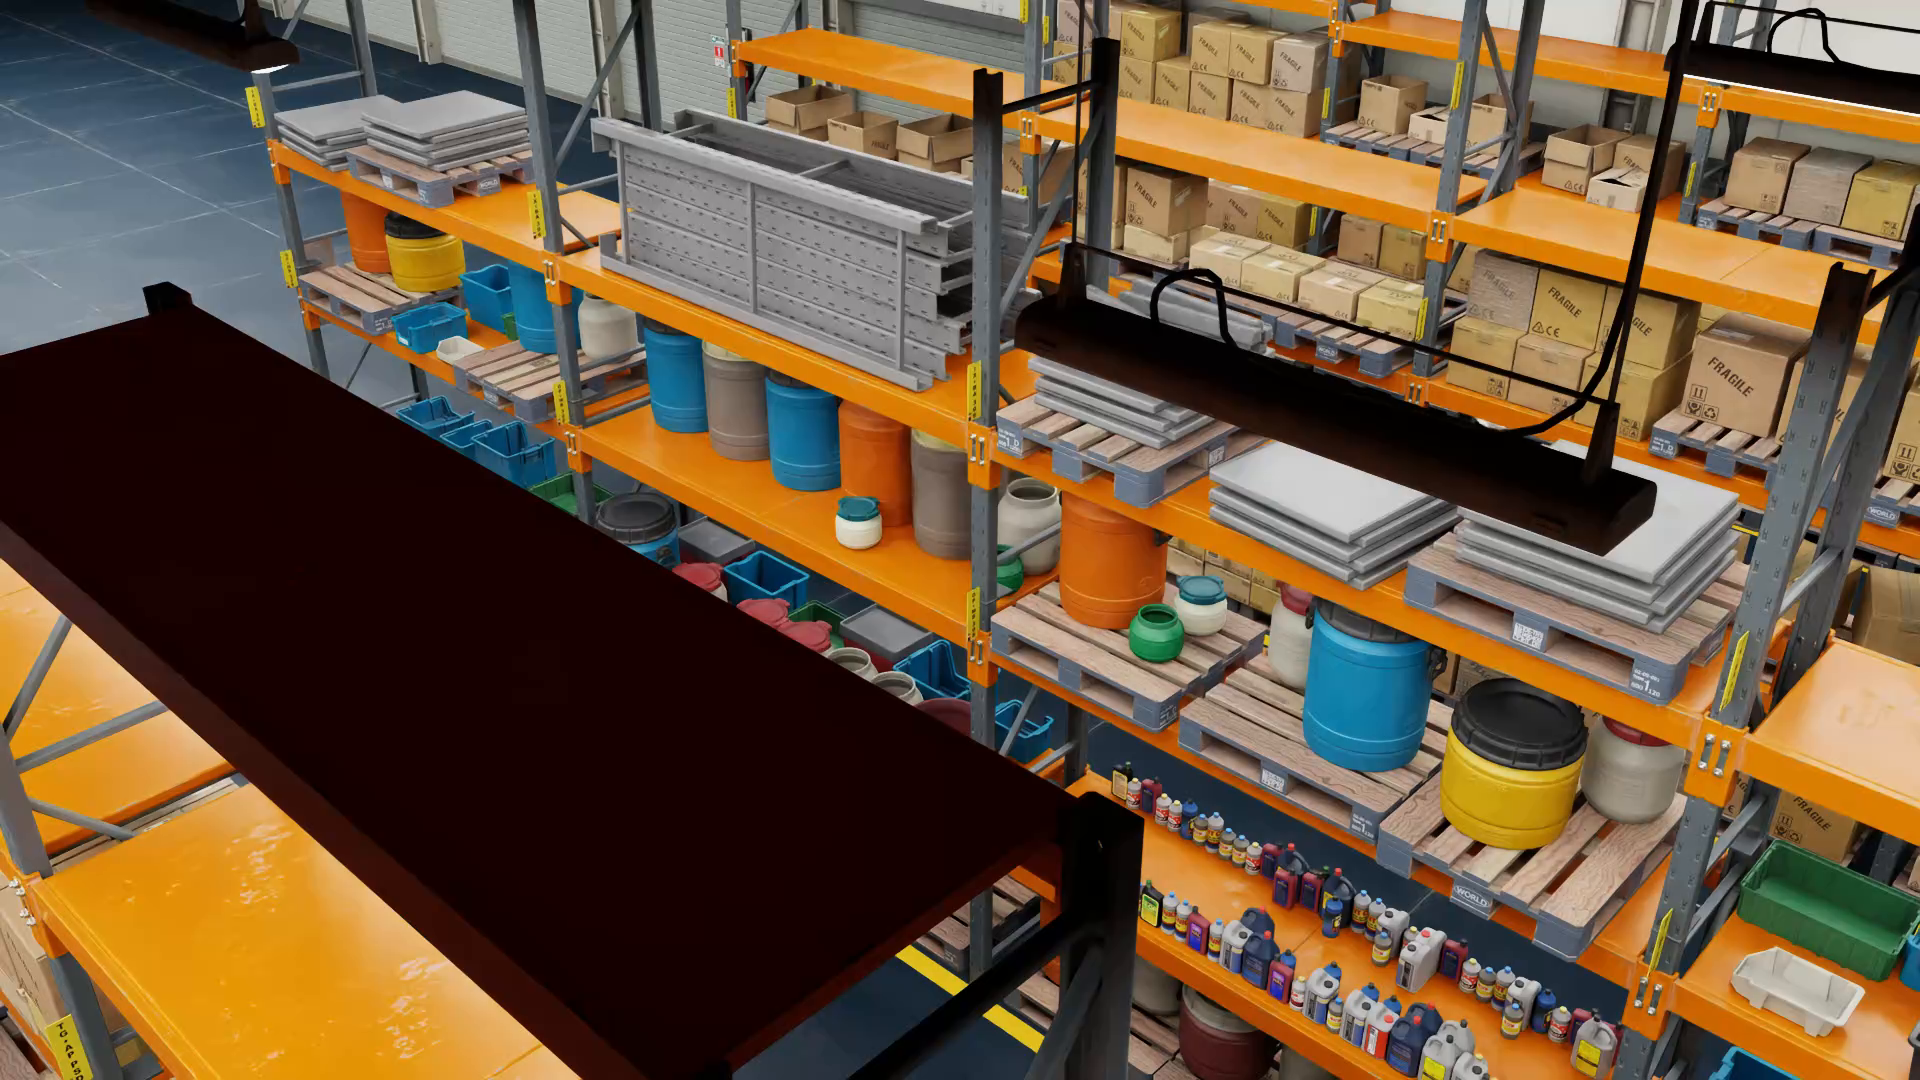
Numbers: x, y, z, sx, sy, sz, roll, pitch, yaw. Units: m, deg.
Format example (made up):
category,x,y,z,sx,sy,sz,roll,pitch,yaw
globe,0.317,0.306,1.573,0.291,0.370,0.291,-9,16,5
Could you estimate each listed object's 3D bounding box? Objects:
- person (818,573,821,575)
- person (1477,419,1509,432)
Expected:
category,x,y,z,sx,sy,sz,roll,pitch,yaw
person,-1.044,-0.434,15.191,0.592,1.771,0.496,-18,34,-29
person,4.729,-0.385,15.126,0.962,1.735,0.524,18,34,29
